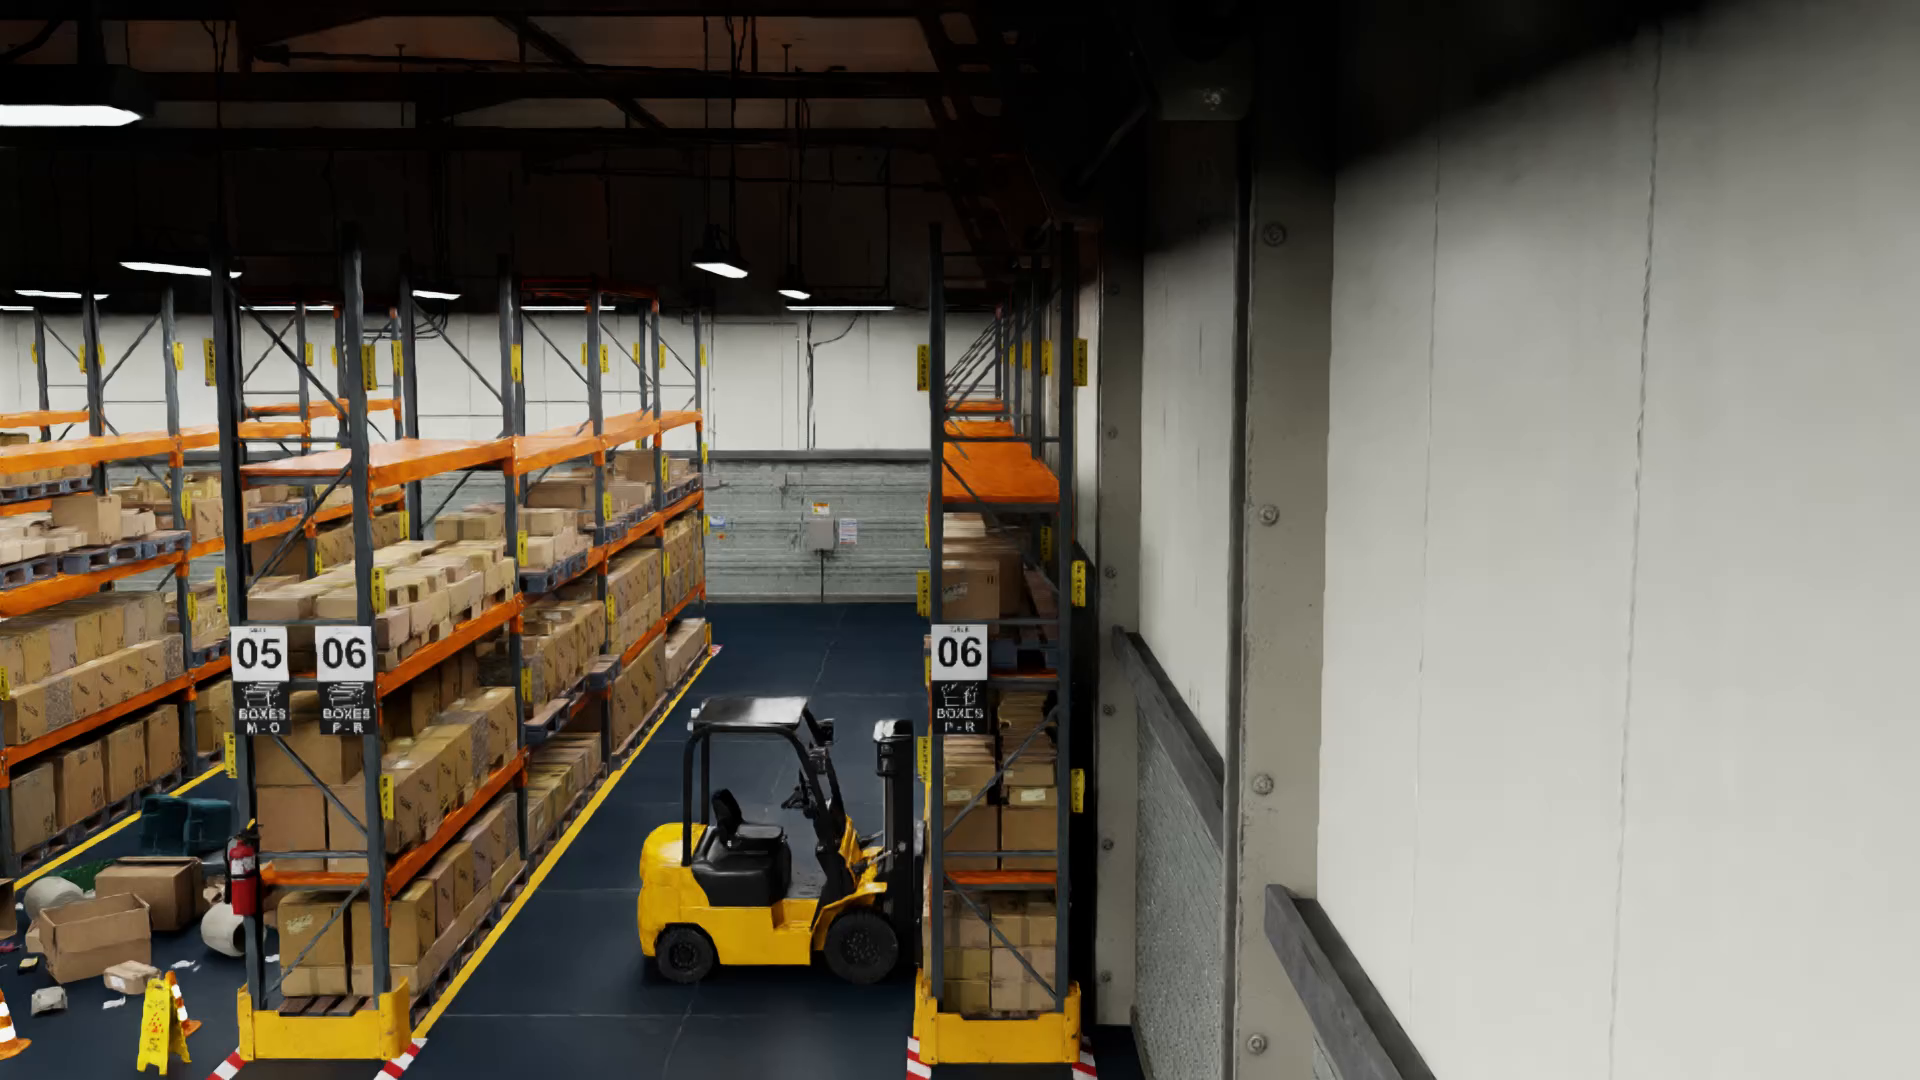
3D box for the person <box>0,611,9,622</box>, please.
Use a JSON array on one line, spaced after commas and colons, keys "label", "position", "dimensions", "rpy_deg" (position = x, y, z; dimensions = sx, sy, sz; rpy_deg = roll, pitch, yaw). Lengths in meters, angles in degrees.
[{"label": "person", "position": [-13.049, 1.673, 22.586], "dimensions": [0.598, 1.698, 1.194], "rpy_deg": [0, 7, 2]}]
